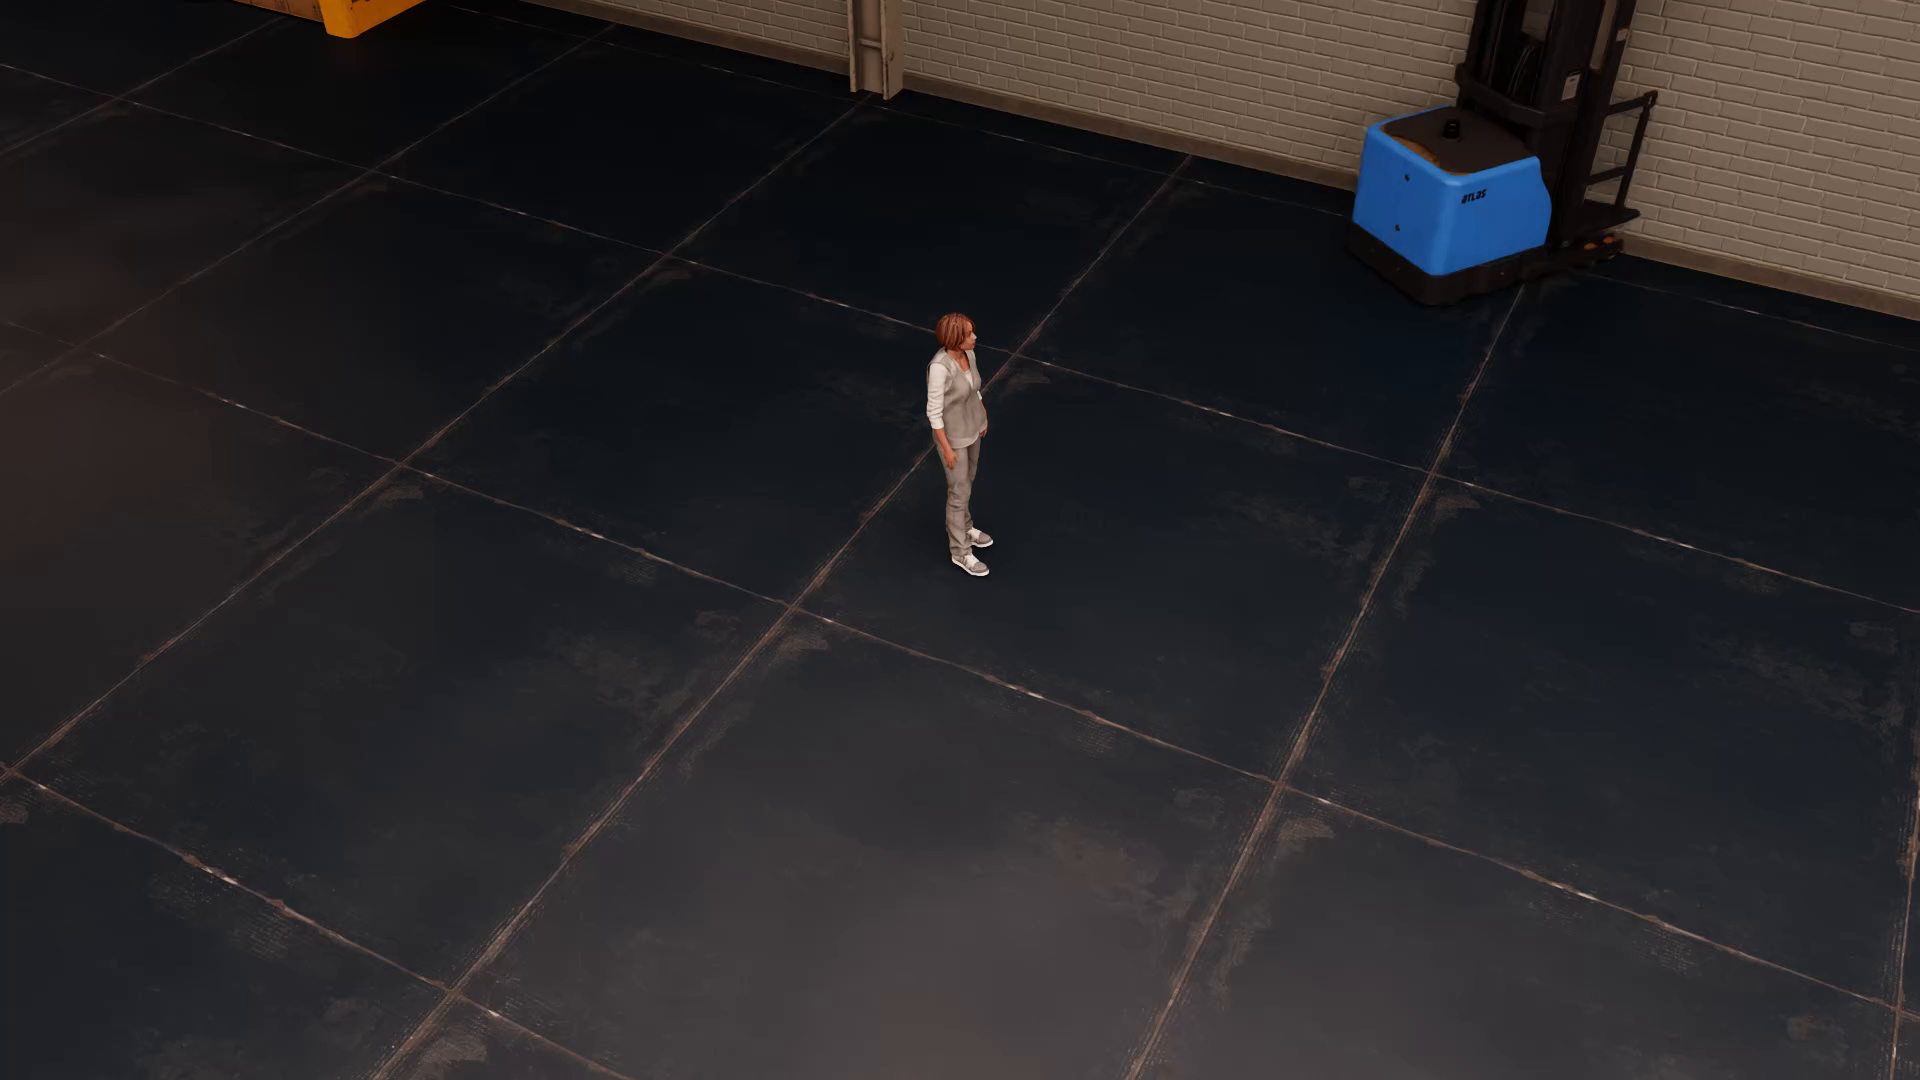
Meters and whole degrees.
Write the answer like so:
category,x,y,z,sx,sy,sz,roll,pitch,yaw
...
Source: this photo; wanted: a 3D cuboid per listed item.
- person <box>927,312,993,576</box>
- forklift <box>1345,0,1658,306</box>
category,x,y,z,sx,sy,sz,roll,pitch,yaw
person,0.059,-0.587,9.707,0.475,1.597,0.520,18,43,21
forklift,4.521,-3.513,12.158,3.031,2.935,1.130,-19,44,-21
